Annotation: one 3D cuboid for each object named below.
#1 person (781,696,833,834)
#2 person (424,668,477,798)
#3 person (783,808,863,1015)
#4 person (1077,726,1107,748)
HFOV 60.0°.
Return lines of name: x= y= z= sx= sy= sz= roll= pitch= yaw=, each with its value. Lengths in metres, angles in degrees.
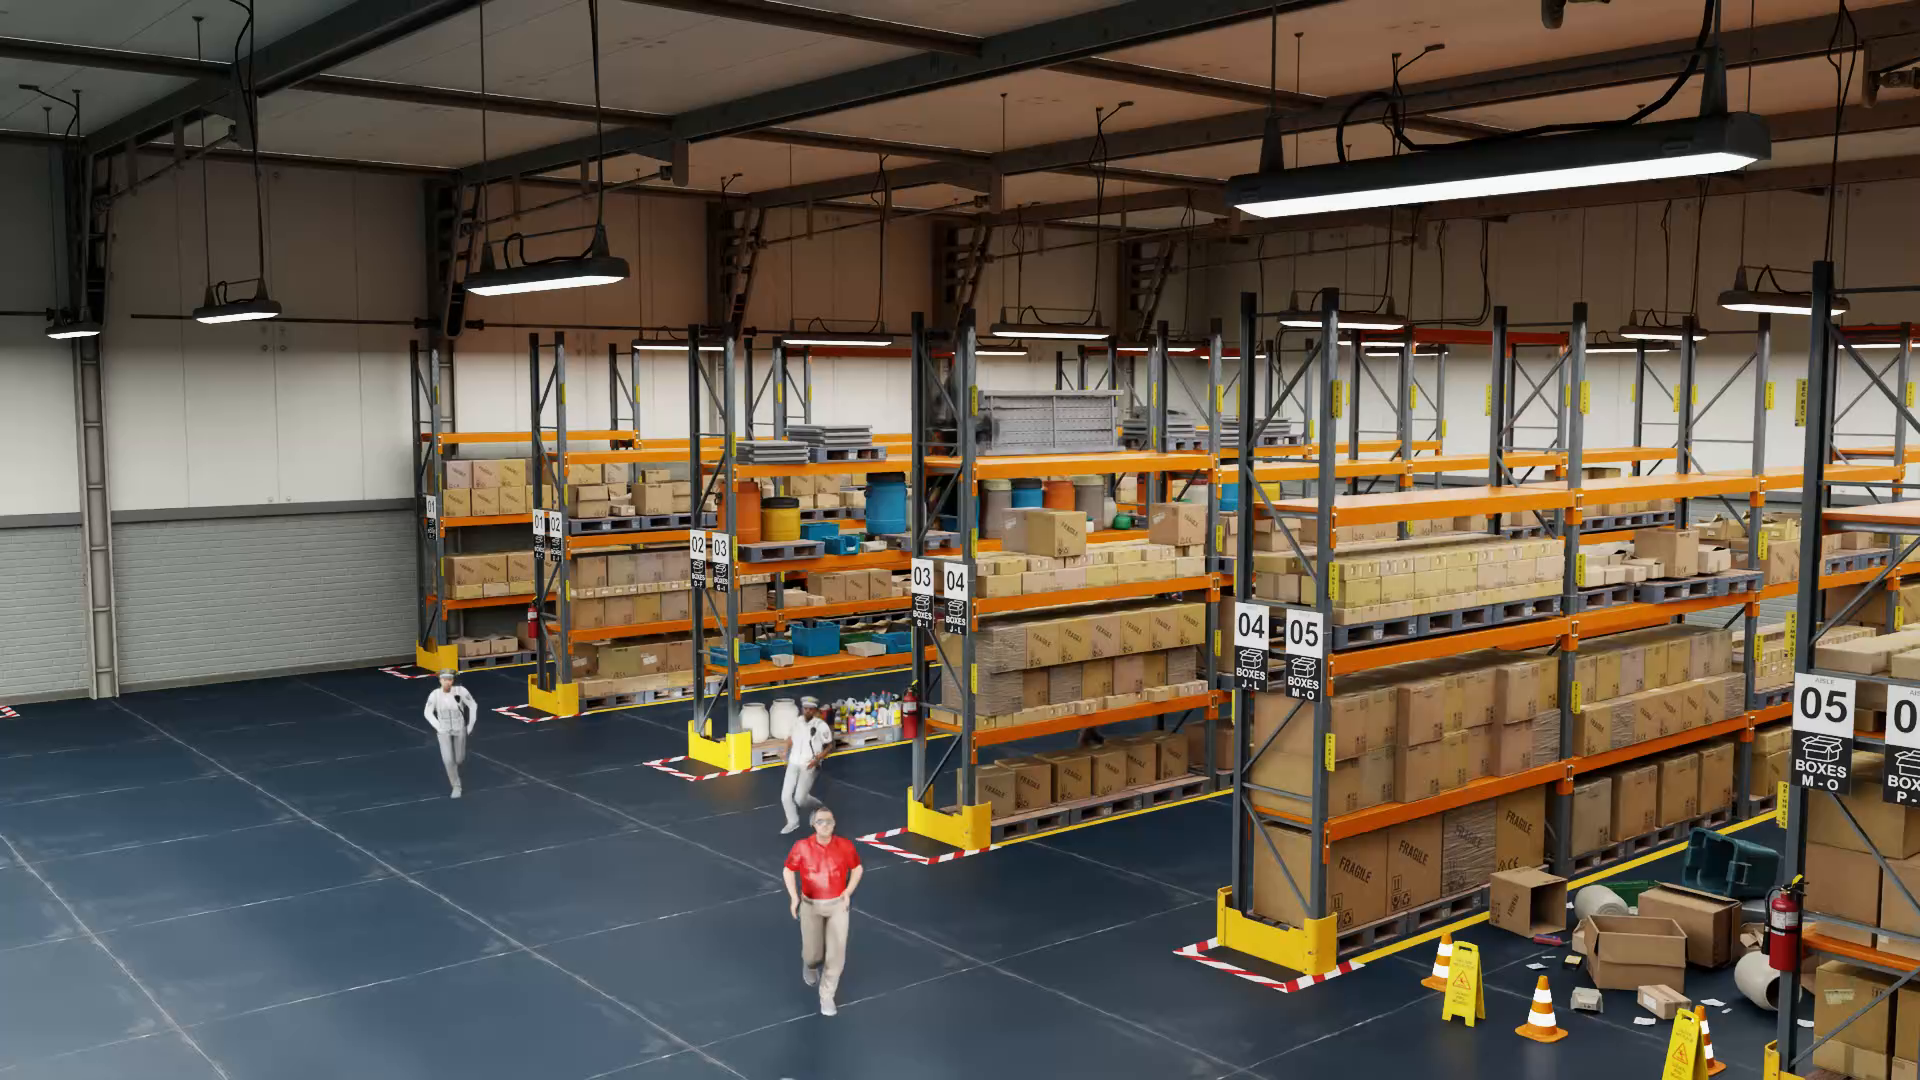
person: x=-1.785 y=2.593 z=19.233 sx=0.578 sy=1.622 sz=0.513 roll=3 pitch=6 yaw=28
person: x=-6.472 y=2.416 z=21.149 sx=0.643 sy=1.660 sz=0.675 roll=-2 pitch=6 yaw=-19
person: x=-1.128 y=3.061 z=13.832 sx=0.664 sy=1.676 sz=0.590 roll=-1 pitch=5 yaw=-11
person: x=1.726 y=2.203 z=22.506 sx=0.950 sy=1.721 sz=0.657 roll=-5 pitch=7 yaw=-44
